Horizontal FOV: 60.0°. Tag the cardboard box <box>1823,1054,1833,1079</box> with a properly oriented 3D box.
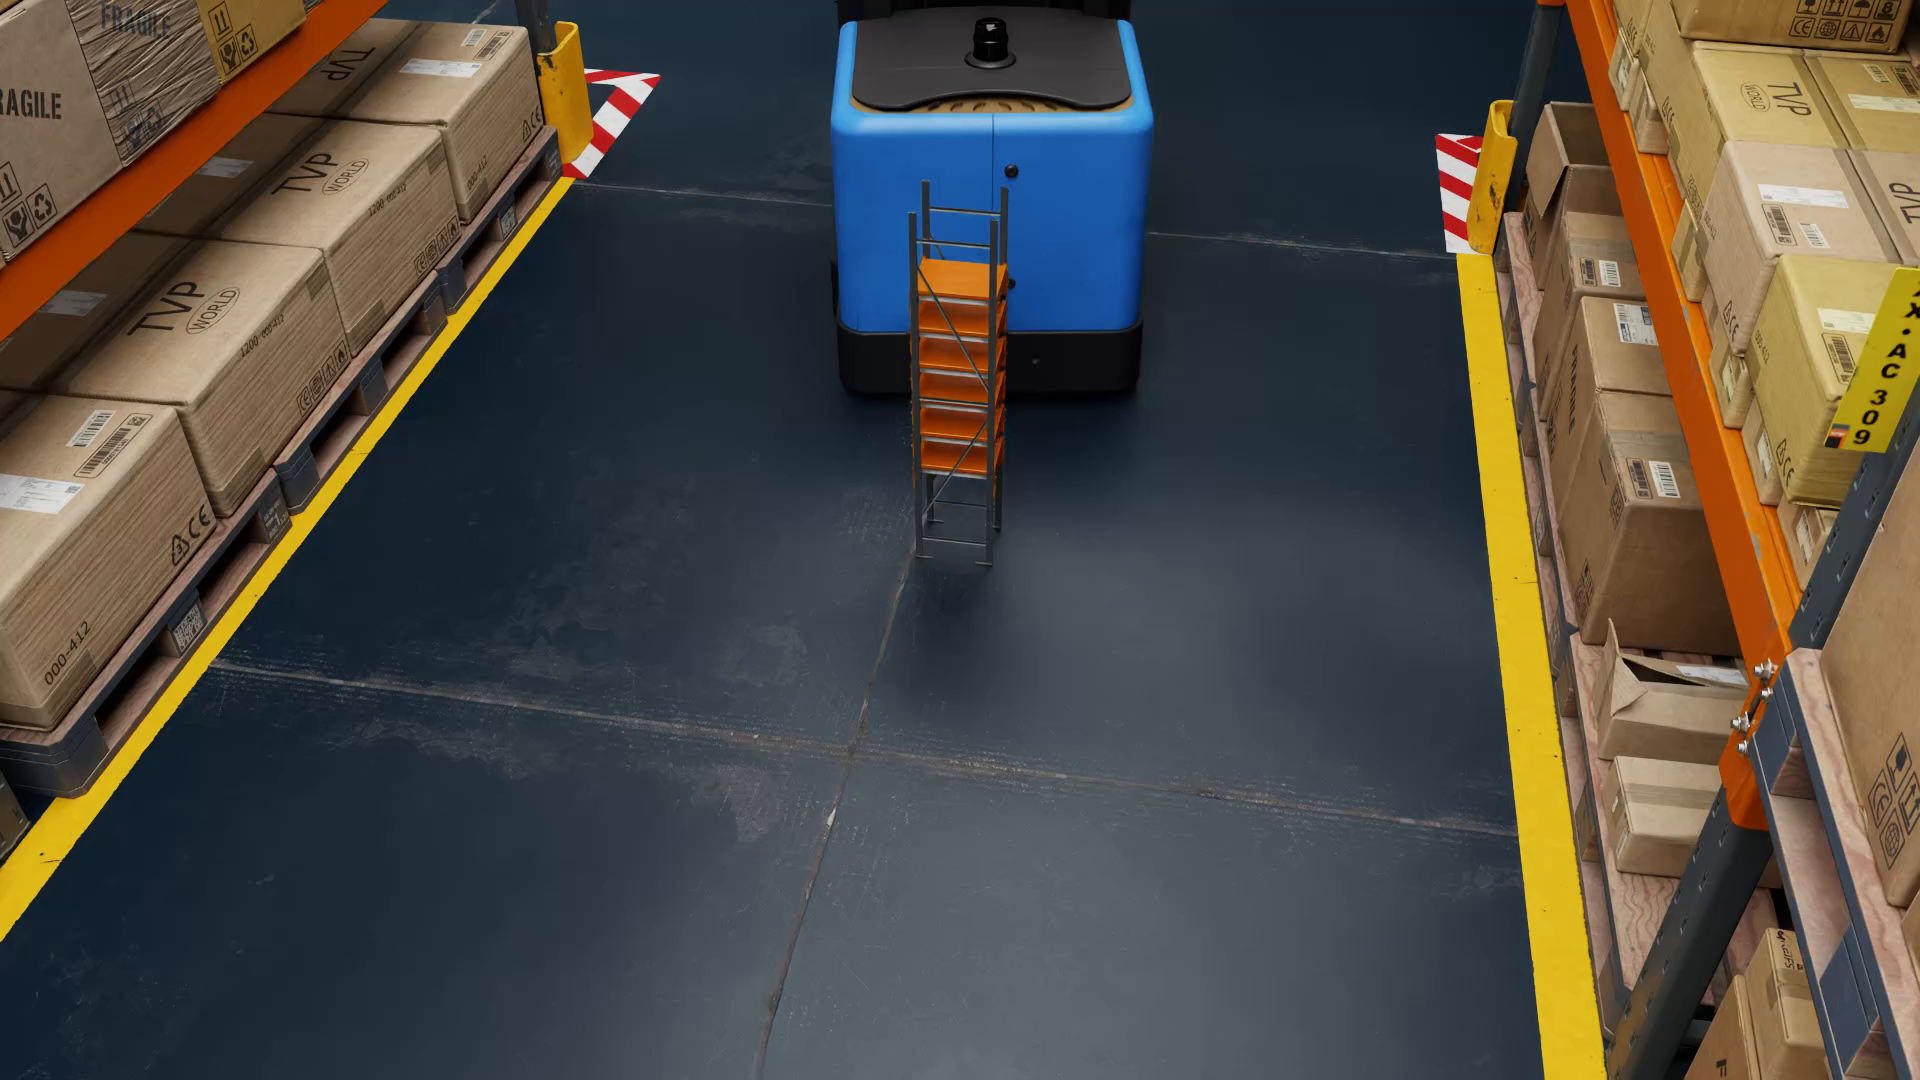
[{"bbox_3d":[1.640,0.920,2.673,0.380,0.149,0.250,5,40,6],"label":"cardboard box"}]

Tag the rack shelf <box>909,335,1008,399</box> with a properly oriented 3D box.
[{"bbox_3d":[-0.002,-0.512,4.809,0.258,0.103,0.180,6,40,8],"label":"rack shelf"}]

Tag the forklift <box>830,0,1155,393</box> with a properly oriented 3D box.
[{"bbox_3d":[0.085,-2.551,6.035,1.130,2.935,3.031,0,40,-1],"label":"forklift"}]

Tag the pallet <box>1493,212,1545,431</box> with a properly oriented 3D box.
[{"bbox_3d":[2.504,-0.768,6.014,1.003,0.211,1.213,6,40,8],"label":"pallet"}]

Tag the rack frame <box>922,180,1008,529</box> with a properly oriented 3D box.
[{"bbox_3d":[0.013,-0.511,4.926,0.240,1.200,0.006,6,40,8],"label":"rack frame"}]

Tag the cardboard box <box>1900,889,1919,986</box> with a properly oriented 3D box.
[{"bbox_3d":[1.568,0.523,1.856,0.700,0.500,0.500,7,40,8],"label":"cardboard box"}]

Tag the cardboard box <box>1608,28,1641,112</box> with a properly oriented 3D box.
[{"bbox_3d":[2.055,-1.315,4.684,0.380,0.149,0.250,5,40,6],"label":"cardboard box"}]

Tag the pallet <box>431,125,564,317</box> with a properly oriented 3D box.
[{"bbox_3d":[-2.297,-1.351,6.718,1.003,0.211,1.213,6,40,8],"label":"pallet"}]

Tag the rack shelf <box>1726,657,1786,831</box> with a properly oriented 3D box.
[{"bbox_3d":[1.616,1.652,1.463,1.077,0.370,4.000,6,40,8],"label":"rack shelf"}]

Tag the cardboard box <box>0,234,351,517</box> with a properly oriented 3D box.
[{"bbox_3d":[-2.559,-0.544,5.235,0.875,0.438,0.875,5,40,6],"label":"cardboard box"}]

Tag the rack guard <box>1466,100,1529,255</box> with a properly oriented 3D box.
[{"bbox_3d":[2.641,-1.380,6.527,1.175,0.500,0.348,6,40,8],"label":"rack guard"}]

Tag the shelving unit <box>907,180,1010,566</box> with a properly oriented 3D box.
[{"bbox_3d":[-0.002,-0.453,4.857,0.258,1.200,0.189,6,40,8],"label":"shelving unit"}]

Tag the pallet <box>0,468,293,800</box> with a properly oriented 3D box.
[{"bbox_3d":[-2.719,0.180,4.866,1.003,0.211,1.213,6,40,8],"label":"pallet"}]

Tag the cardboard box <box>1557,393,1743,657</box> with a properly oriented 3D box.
[{"bbox_3d":[2.089,-0.033,4.567,0.700,0.500,0.500,5,40,6],"label":"cardboard box"}]

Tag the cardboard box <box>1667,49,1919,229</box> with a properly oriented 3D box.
[{"bbox_3d":[1.981,-0.912,3.883,0.500,0.250,0.500,6,40,7],"label":"cardboard box"}]

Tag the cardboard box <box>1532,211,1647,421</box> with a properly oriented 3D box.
[{"bbox_3d":[2.269,-0.684,5.355,0.700,0.500,0.500,8,40,9],"label":"cardboard box"}]

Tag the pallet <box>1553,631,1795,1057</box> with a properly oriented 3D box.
[{"bbox_3d":[2.082,0.763,4.162,1.003,0.211,1.213,6,40,8],"label":"pallet"}]

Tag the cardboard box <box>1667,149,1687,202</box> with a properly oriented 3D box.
[{"bbox_3d":[2.053,-0.978,4.277,0.380,0.149,0.250,6,40,8],"label":"cardboard box"}]

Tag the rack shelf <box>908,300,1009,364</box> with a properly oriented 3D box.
[{"bbox_3d":[-0.002,-0.604,4.732,0.258,0.103,0.180,6,40,8],"label":"rack shelf"}]

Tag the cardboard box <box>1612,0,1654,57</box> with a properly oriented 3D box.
[{"bbox_3d":[2.139,-1.558,4.665,0.500,0.250,0.500,6,40,7],"label":"cardboard box"}]

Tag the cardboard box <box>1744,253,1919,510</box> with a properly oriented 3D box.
[{"bbox_3d":[1.810,-0.284,3.124,0.500,0.250,0.500,7,40,9],"label":"cardboard box"}]

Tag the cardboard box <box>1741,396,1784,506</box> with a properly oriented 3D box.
[{"bbox_3d":[1.792,-0.178,3.308,0.380,0.149,0.250,7,40,9],"label":"cardboard box"}]

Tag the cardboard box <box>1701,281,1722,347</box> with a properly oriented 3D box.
[{"bbox_3d":[1.885,-0.505,3.704,0.380,0.149,0.250,7,40,9],"label":"cardboard box"}]

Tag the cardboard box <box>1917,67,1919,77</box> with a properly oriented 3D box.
[{"bbox_3d":[2.485,-0.858,3.818,0.500,0.250,0.500,7,40,9],"label":"cardboard box"}]

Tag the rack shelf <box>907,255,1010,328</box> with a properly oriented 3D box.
[{"bbox_3d":[-0.002,-0.697,4.656,0.258,0.103,0.180,6,40,8],"label":"rack shelf"}]

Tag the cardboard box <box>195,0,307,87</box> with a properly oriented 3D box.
[{"bbox_3d":[-2.316,-1.680,4.850,0.500,0.500,0.500,8,40,9],"label":"cardboard box"}]

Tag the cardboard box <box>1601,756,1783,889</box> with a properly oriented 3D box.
[{"bbox_3d":[1.769,0.674,3.988,0.380,0.149,0.250,5,40,6],"label":"cardboard box"}]

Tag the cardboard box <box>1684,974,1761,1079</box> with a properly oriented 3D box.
[{"bbox_3d":[1.657,1.199,3.077,0.500,0.500,0.500,8,40,10],"label":"cardboard box"}]

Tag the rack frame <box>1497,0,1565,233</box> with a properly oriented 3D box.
[{"bbox_3d":[2.654,-2.391,5.788,1.000,3.000,0.127,6,40,8],"label":"rack frame"}]

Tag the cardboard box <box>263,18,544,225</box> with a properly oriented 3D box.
[{"bbox_3d":[-2.251,-1.685,6.616,0.875,0.438,0.875,5,40,6],"label":"cardboard box"}]

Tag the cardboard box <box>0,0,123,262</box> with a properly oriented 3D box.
[{"bbox_3d":[-2.497,-1.045,4.082,0.500,0.500,0.500,7,40,8],"label":"cardboard box"}]

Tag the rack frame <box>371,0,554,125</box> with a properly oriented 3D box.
[{"bbox_3d":[-2.235,-2.936,6.447,1.000,3.000,0.127,6,40,8],"label":"rack frame"}]
